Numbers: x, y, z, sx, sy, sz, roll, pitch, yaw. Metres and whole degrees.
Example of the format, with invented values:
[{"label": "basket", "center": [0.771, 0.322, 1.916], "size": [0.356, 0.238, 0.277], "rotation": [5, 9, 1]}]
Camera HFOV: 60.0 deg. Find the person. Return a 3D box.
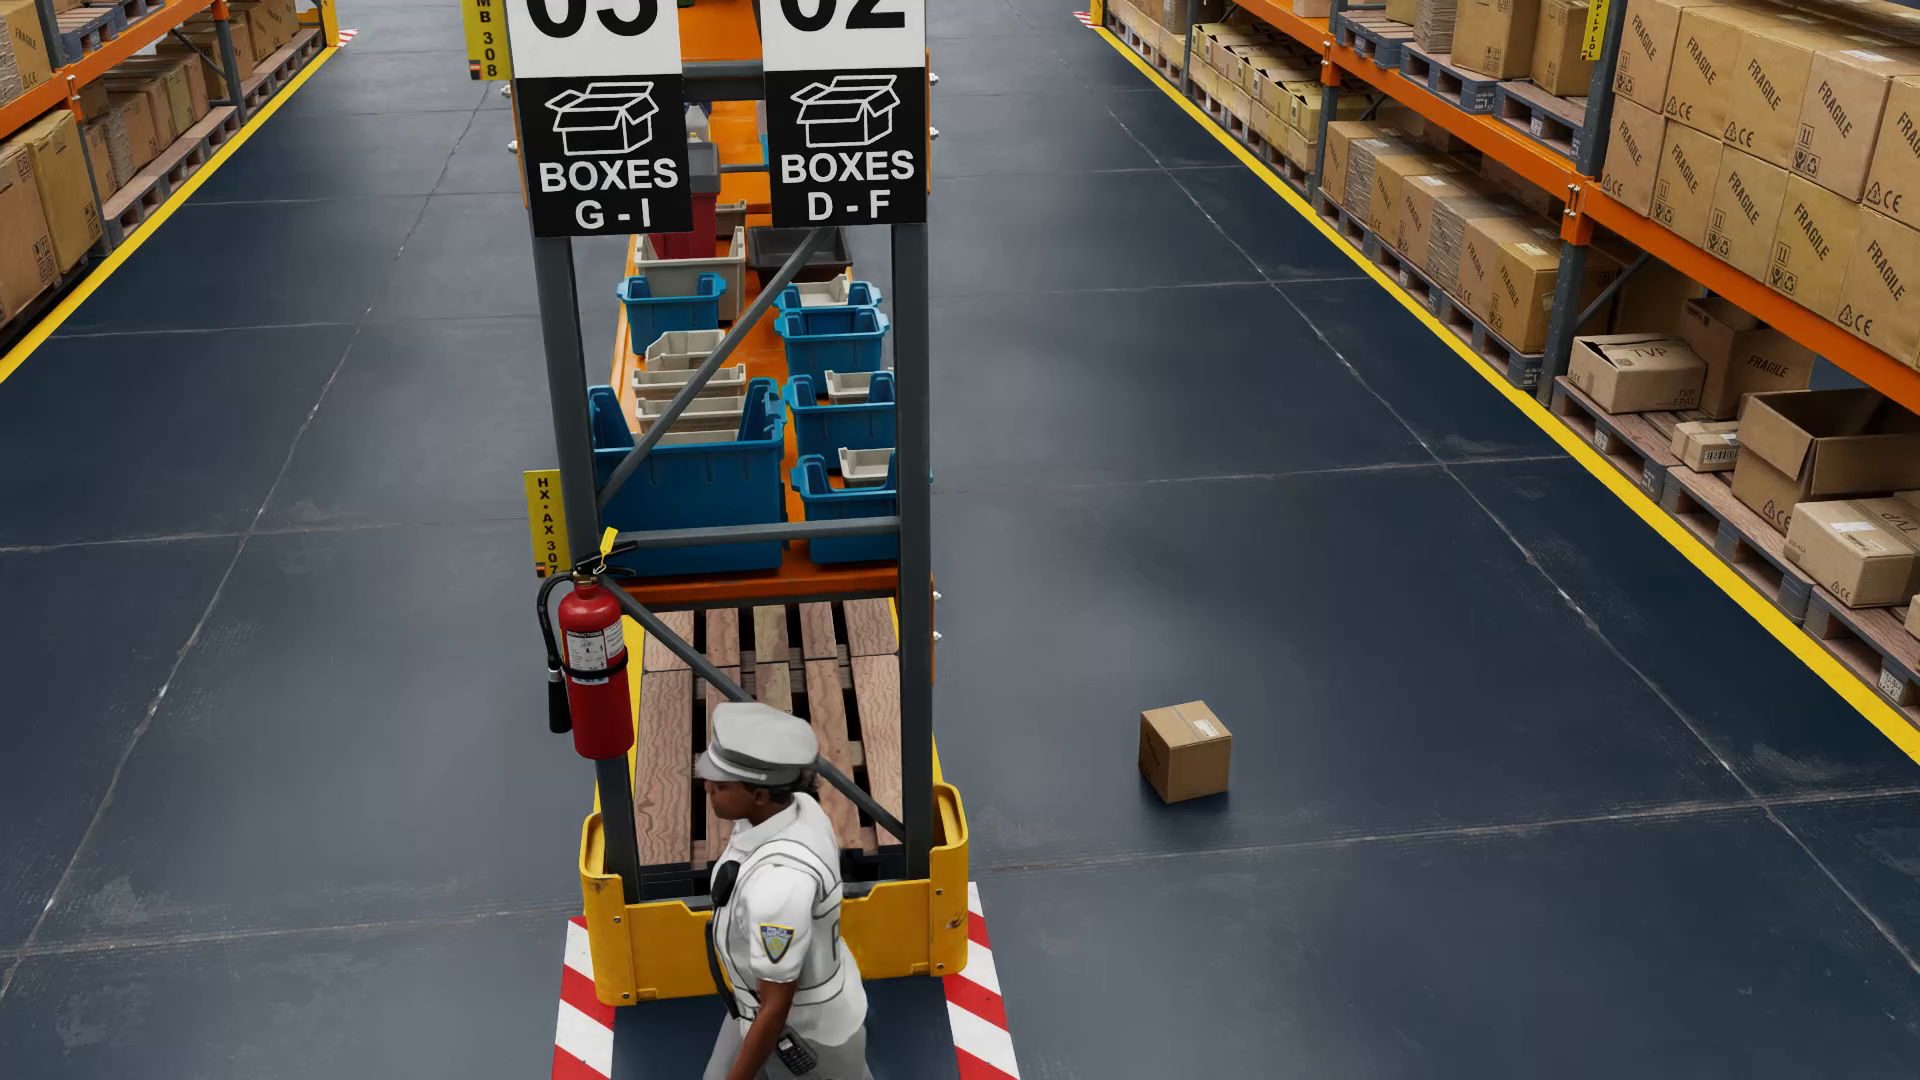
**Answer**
[{"label": "person", "center": [-0.326, 1.128, 3.927], "size": [0.936, 1.641, 0.537], "rotation": [-4, 28, -7]}]
